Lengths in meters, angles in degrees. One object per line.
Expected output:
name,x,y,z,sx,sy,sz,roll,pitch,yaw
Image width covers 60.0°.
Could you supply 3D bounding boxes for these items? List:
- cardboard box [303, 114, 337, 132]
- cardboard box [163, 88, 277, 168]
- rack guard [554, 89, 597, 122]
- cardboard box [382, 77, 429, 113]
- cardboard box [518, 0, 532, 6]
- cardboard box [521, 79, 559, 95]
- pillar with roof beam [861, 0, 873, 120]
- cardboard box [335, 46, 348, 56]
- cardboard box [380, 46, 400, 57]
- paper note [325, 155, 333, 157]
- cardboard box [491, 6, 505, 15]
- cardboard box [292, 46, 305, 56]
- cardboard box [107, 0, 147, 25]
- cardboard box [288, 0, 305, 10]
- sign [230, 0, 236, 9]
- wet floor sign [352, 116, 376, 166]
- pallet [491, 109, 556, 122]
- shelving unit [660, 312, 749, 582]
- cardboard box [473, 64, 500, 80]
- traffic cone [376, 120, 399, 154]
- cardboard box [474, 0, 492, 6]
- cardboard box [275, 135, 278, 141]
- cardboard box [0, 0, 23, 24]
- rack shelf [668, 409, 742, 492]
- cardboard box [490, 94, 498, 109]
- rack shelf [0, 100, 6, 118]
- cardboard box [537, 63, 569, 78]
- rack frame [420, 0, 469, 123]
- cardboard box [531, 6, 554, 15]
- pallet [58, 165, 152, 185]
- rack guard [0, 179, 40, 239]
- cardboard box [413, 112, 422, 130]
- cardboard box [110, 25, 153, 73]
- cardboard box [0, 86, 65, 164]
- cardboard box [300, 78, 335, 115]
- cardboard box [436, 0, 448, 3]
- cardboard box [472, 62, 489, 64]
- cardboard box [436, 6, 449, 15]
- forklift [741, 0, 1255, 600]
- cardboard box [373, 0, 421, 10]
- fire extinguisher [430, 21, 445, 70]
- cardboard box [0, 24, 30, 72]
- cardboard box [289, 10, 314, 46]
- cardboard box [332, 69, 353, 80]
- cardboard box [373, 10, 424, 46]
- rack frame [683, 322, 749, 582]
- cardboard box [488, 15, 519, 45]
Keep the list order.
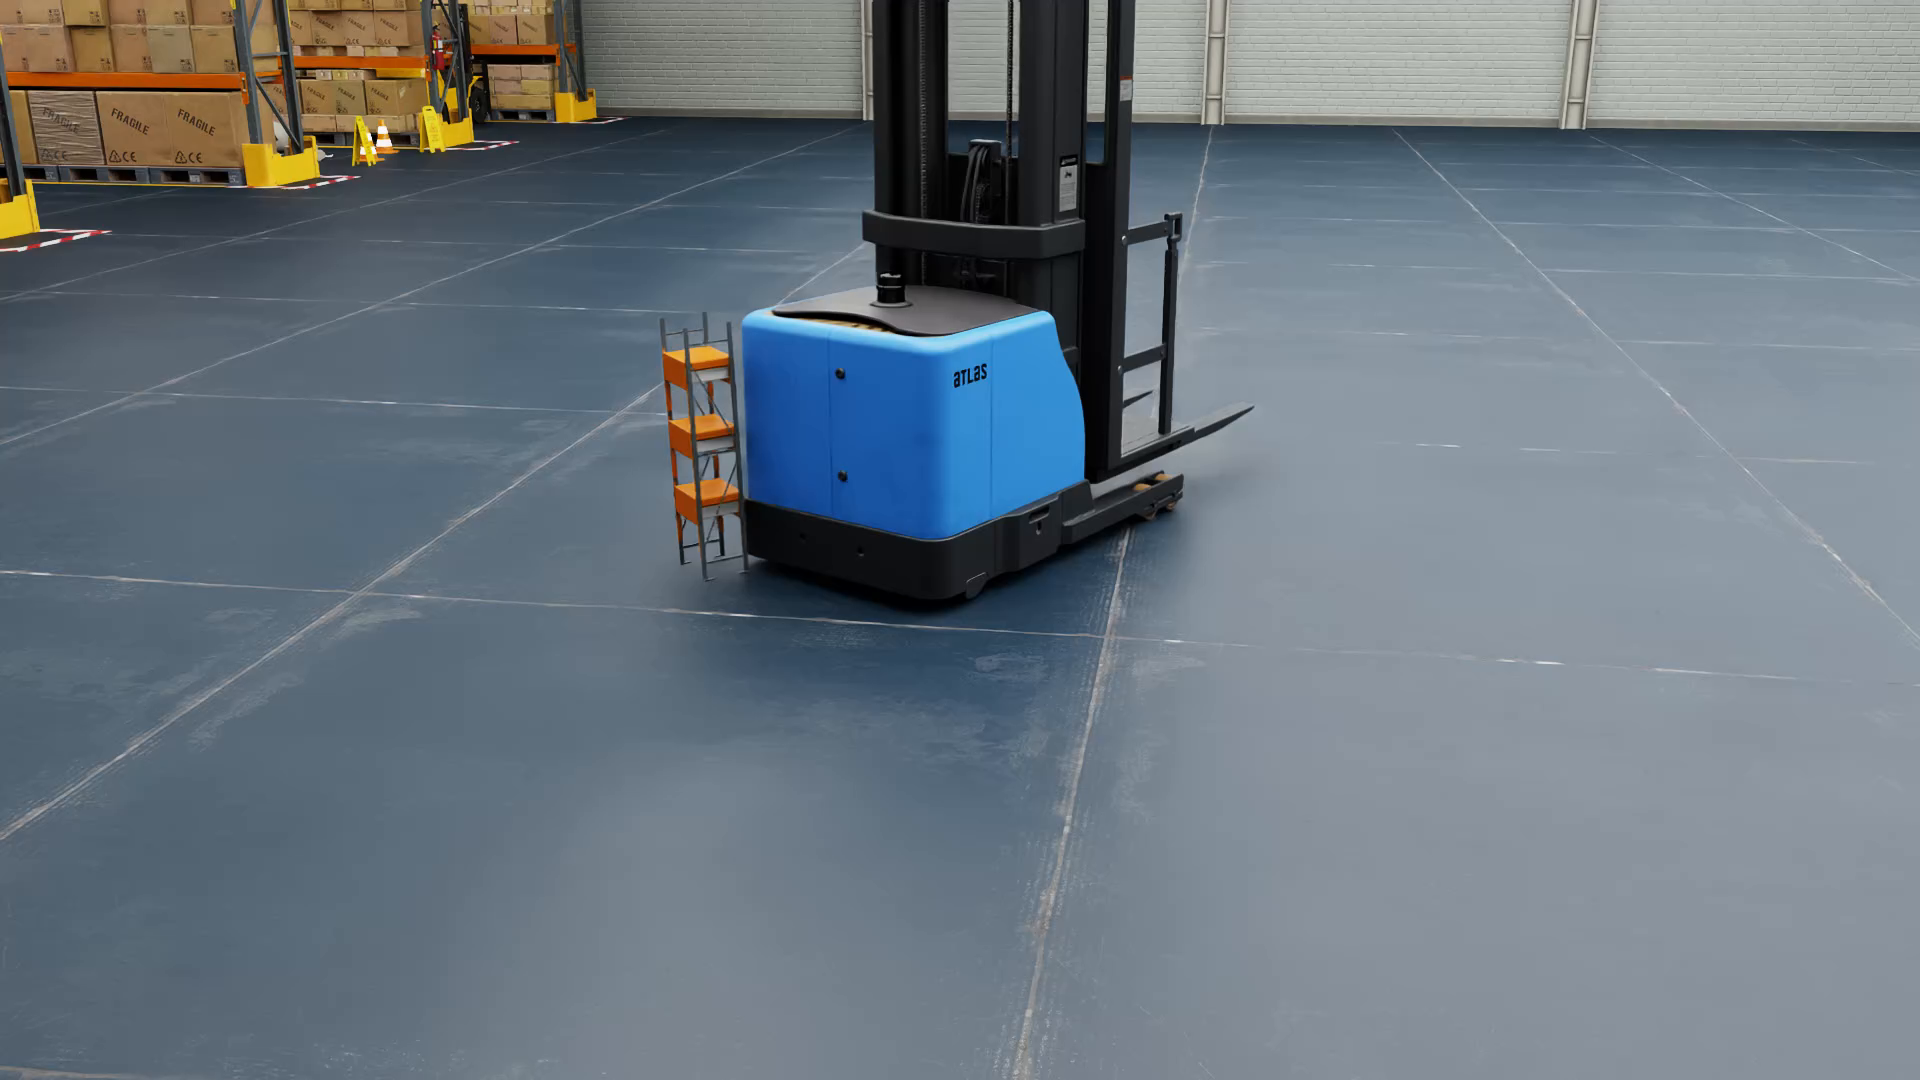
cardboard box,-9.552,-6.313,25.115,0.500,0.250,0.500,2,19,7
cardboard box,-9.049,-5.057,20.378,0.875,0.875,0.875,3,19,9
rack guard,-6.876,-7.777,29.758,0.348,0.500,1.175,3,19,9
cardboard box,-8.459,-6.787,25.351,0.500,0.500,0.500,2,19,7
cardboard box,-7.535,-9.414,29.064,0.250,0.149,0.380,3,19,9
cardboard box,-7.430,-8.022,29.436,0.500,0.250,0.500,3,19,8
pillar with roof beam,-2.203,-10.475,24.429,0.400,9.000,9.100,3,19,9
cardboard box,-9.093,-7.299,24.786,0.250,0.149,0.380,3,19,9
cardboard box,-8.354,-7.219,24.547,0.250,0.149,0.380,3,19,8
paper note,-8.932,-5.424,23.467,0.142,0.019,0.148,-3,19,-10
cardboard box,-8.033,-9.300,29.191,0.250,0.149,0.380,3,19,8
cardboard box,-9.858,-7.303,24.798,0.250,0.149,0.380,3,19,8
cardboard box,-9.818,-6.536,20.172,0.550,0.550,0.875,3,19,9
cardboard box,-9.711,-8.118,24.636,0.500,0.500,0.700,3,19,8
sign,-8.468,-6.345,19.340,0.005,0.325,0.100,3,19,9
wet floor sign,-8.026,-5.355,22.290,0.232,0.644,0.267,0,19,-1
pallet,-7.661,-7.667,29.884,1.213,0.211,1.003,3,19,9
shelving unit,-1.038,-0.377,6.766,0.215,1.050,0.252,-13,22,-29
cardboard box,-8.409,-8.305,29.491,0.500,0.250,0.500,3,19,9
traffic cone,-8.312,-5.823,23.976,0.334,0.463,0.336,3,19,9
cardboard box,-8.307,-9.433,29.120,0.250,0.149,0.380,3,19,10
cardboard box,-9.819,-5.520,23.007,0.637,0.503,0.797,-11,21,-29
cardboard box,-11.398,-6.616,20.412,0.550,0.550,0.875,3,19,9
rack shelf,-1.038,-0.367,6.769,0.215,0.259,0.240,-13,22,-29
cardboard box,-8.396,-7.840,29.677,0.500,0.250,0.500,3,19,9
rack shelf,-11.230,-4.063,15.853,4.000,0.370,1.077,3,19,9
cardboard box,-7.344,-8.416,29.826,0.500,0.250,0.500,3,19,8
rack frame,-7.683,-7.408,24.717,0.127,3.000,1.000,3,19,9
cardboard box,-7.286,-9.248,29.036,0.250,0.149,0.380,3,19,9
pallet,-10.371,-4.608,20.742,1.213,0.211,1.003,3,19,9
rack guard,-9.330,-3.122,15.846,0.348,0.500,1.175,3,19,9
cardboard box,-8.436,-6.431,25.467,0.500,0.250,0.500,3,19,8
cardboard box,-9.822,-6.016,20.321,0.550,0.550,0.875,3,19,9
cardboard box,-11.708,-5.192,20.779,0.875,0.875,0.875,3,19,9
cardboard box,-9.529,-6.671,25.002,0.500,0.500,0.500,2,19,7
cardboard box,-9.048,-9.505,29.335,0.250,0.149,0.380,3,19,9
cardboard box,-8.835,-8.497,30.066,0.500,0.250,0.500,3,19,8
cardboard box,-9.052,-9.337,29.303,0.250,0.149,0.380,3,19,8
forklift,0.384,-1.563,7.355,1.130,2.935,3.031,13,23,34
cardboard box,-8.222,-8.028,24.368,0.500,0.500,0.700,2,19,7
fire extinguisher,-7.643,-7.222,24.281,0.183,0.674,0.296,3,19,9
cardboard box,-11.405,-6.090,20.539,0.550,0.550,0.875,3,19,9
cardboard box,-9.747,-7.622,24.730,0.500,0.500,0.500,3,19,9
cardboard box,-9.136,-6.937,24.774,0.250,0.149,0.380,3,19,10
cardboard box,-8.263,-7.538,24.478,0.500,0.500,0.500,3,19,8
rack frame,-0.975,-0.344,6.667,0.200,1.050,0.008,-13,22,-29
cardboard box,-7.938,-8.983,29.264,0.500,0.500,0.500,4,19,10
